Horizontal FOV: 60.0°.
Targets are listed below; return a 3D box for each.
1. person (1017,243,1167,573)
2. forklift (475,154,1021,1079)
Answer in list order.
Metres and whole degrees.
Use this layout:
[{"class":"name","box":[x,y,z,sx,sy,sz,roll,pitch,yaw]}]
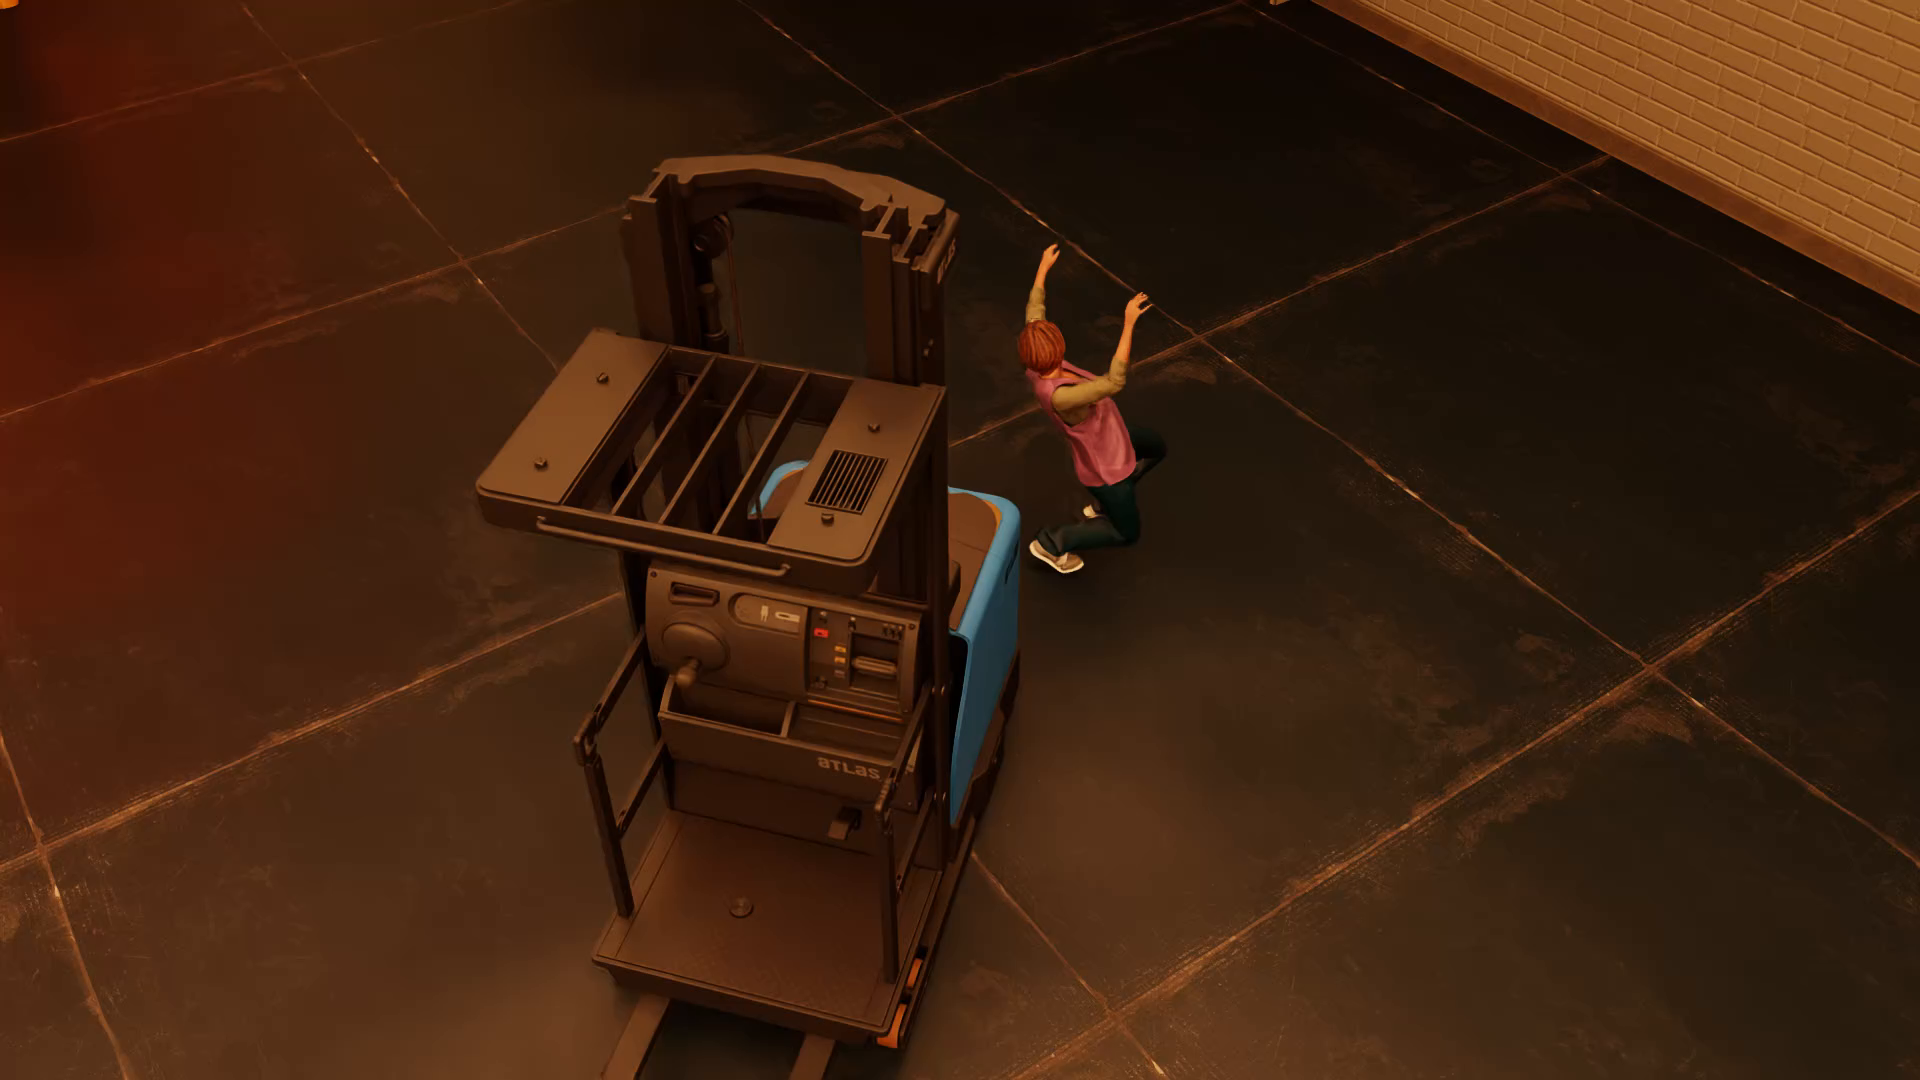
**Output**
[{"class":"person","box":[0.592,-0.589,7.417,0.727,1.510,0.938,-3,43,-4]},{"class":"forklift","box":[-0.638,0.426,5.254,1.130,2.935,3.031,11,44,11]}]
